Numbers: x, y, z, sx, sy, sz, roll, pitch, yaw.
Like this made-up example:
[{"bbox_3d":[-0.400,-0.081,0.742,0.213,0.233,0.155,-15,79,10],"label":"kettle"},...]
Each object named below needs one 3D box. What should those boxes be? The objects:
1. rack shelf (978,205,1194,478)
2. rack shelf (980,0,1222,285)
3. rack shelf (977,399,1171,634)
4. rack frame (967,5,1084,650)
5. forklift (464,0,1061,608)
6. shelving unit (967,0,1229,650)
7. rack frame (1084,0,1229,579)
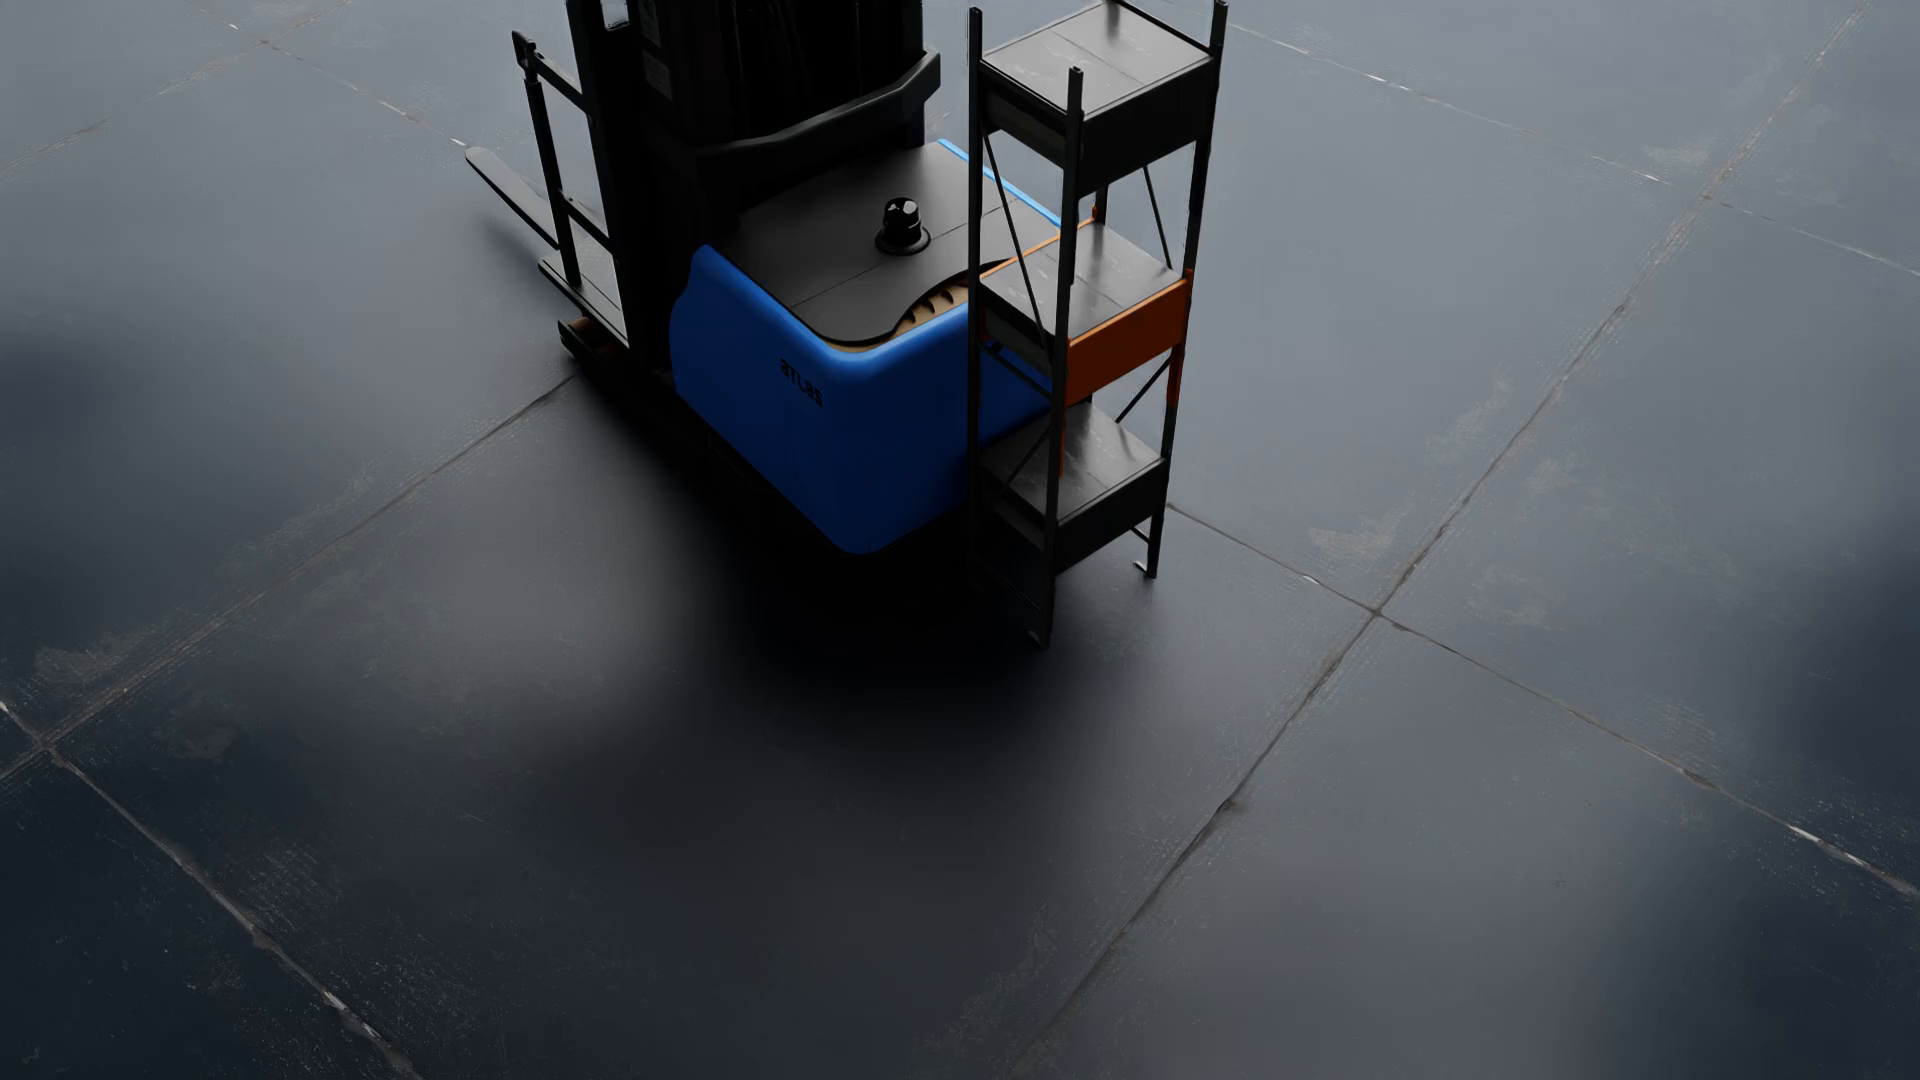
[{"bbox_3d":[0.343,-0.585,4.875,0.480,0.518,0.431,-31,54,-26],"label":"rack shelf"},{"bbox_3d":[0.343,-1.068,4.369,0.480,0.518,0.431,-31,54,-26],"label":"rack shelf"},{"bbox_3d":[0.343,-0.101,5.381,0.480,0.518,0.431,-31,54,-26],"label":"rack shelf"},{"bbox_3d":[0.156,-0.481,4.757,0.015,2.100,0.400,-31,54,-26],"label":"rack frame"},{"bbox_3d":[-0.879,-1.798,5.440,1.130,2.935,3.031,-30,53,-26],"label":"forklift"},{"bbox_3d":[0.343,-0.594,4.865,0.503,2.100,0.431,-31,54,-26],"label":"shelving unit"},{"bbox_3d":[0.531,-0.707,4.973,0.015,2.100,0.400,-31,54,-26],"label":"rack frame"}]
